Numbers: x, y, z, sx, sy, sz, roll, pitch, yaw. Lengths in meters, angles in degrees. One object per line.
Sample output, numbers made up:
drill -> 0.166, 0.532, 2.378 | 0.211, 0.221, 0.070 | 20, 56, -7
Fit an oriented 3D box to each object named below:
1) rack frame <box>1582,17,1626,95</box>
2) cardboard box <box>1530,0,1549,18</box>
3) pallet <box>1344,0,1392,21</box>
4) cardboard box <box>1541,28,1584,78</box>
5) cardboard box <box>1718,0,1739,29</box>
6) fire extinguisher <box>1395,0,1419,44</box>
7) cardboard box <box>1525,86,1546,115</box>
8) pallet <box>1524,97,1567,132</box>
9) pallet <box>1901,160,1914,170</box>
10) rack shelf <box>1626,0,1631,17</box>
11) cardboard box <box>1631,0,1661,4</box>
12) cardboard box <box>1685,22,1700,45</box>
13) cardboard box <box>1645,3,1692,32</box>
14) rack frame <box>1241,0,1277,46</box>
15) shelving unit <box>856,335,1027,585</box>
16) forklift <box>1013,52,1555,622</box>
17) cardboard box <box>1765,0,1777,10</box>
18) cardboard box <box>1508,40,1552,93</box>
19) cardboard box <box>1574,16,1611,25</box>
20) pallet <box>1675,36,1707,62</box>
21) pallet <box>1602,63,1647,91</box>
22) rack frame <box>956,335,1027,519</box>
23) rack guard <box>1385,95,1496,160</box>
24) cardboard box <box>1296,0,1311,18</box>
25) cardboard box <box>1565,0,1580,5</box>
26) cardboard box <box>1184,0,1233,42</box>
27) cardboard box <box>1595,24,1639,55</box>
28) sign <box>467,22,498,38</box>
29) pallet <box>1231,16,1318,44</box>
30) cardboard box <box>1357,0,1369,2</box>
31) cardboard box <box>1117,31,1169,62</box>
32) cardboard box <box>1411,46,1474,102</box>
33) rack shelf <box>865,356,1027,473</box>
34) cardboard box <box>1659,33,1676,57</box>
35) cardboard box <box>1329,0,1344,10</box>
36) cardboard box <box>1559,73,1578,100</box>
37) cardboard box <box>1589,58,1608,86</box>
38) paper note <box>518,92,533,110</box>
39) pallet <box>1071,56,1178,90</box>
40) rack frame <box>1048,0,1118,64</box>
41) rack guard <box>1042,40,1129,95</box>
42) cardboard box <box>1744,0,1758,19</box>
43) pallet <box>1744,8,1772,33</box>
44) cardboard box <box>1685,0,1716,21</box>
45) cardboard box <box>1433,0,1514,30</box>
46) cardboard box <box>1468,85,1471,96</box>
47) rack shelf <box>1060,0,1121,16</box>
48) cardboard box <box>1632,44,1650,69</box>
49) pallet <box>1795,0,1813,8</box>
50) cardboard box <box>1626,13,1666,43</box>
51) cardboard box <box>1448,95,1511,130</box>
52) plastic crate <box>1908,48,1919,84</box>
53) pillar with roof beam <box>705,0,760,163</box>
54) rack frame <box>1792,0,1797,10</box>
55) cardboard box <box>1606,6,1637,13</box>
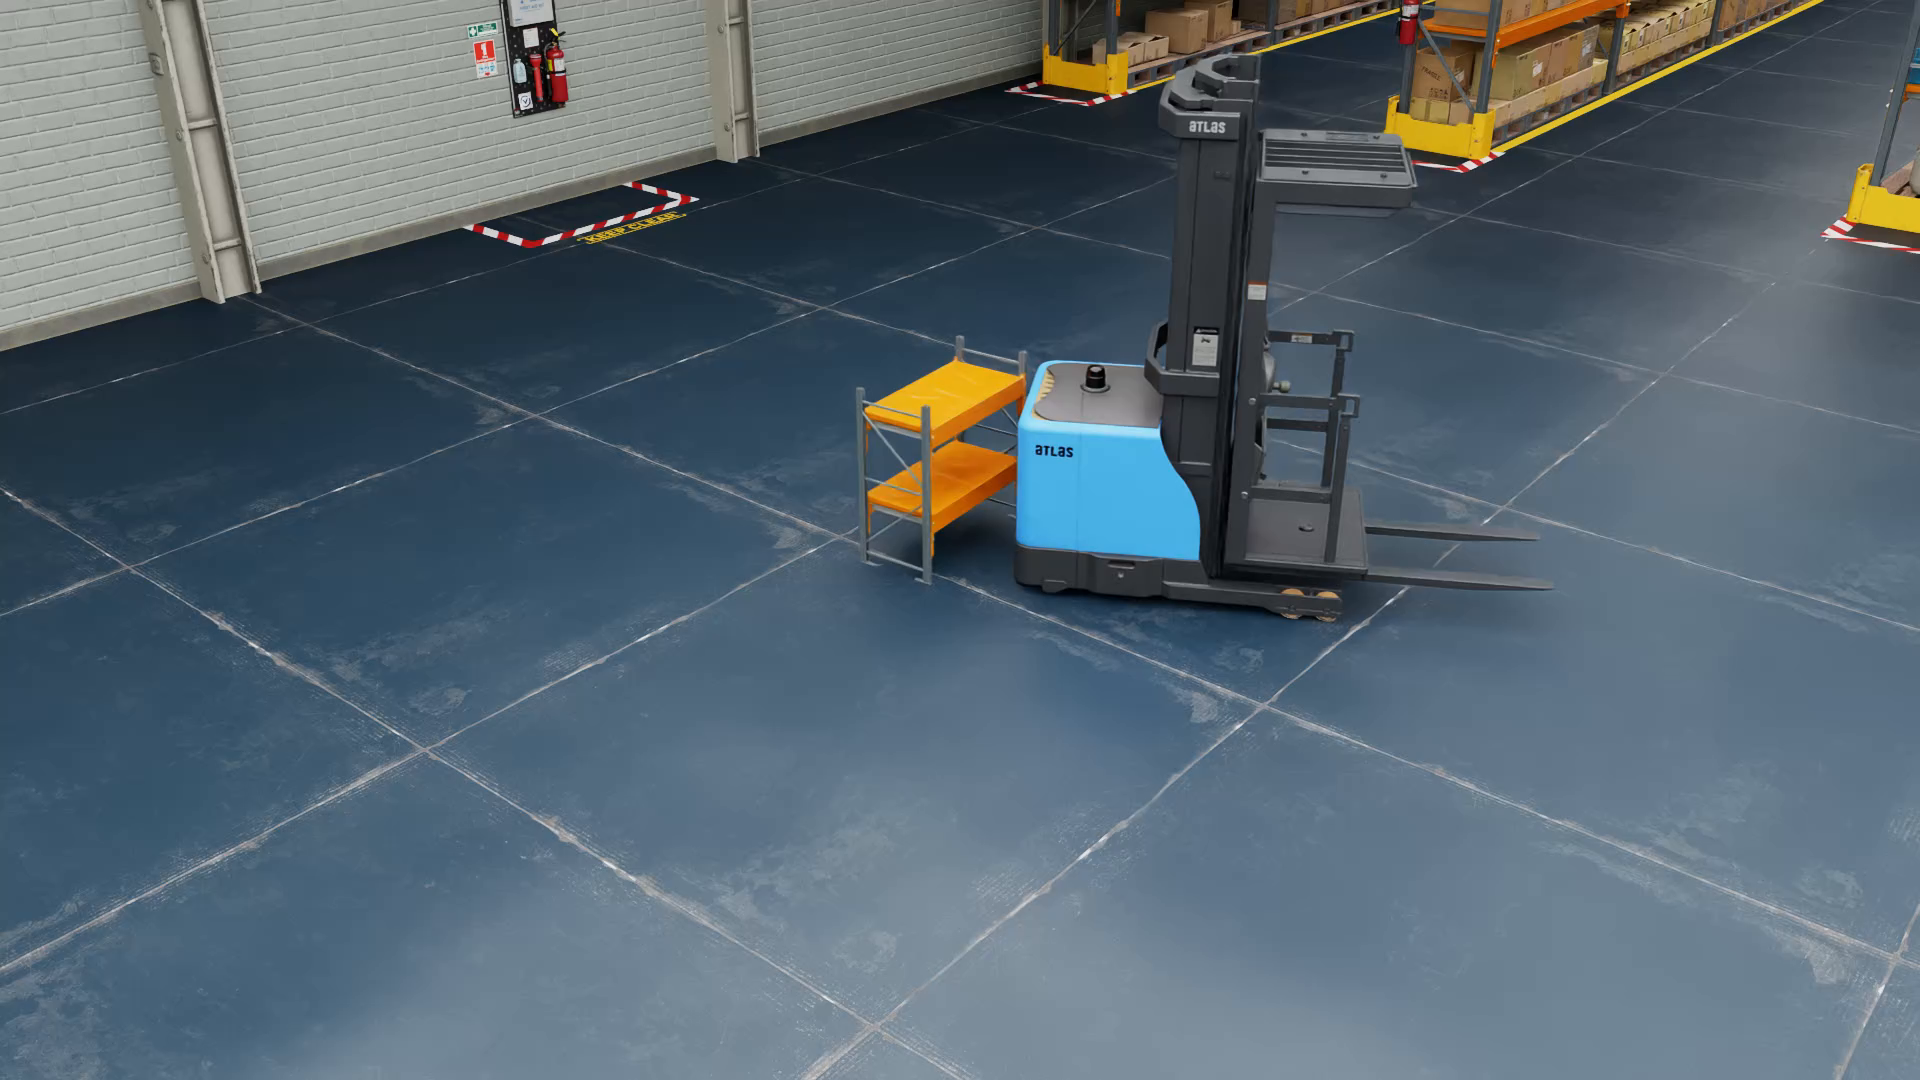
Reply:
rack frame -> 7.939, -7.180, 20.864 | 1.000, 3.000, 0.127 | 21, 34, 34
cardboard box -> 6.352, -6.330, 19.112 | 0.700, 0.500, 0.500 | 21, 34, 35
pallet -> 6.160, -8.529, 26.508 | 1.003, 0.211, 1.213 | 21, 34, 34
cardboard box -> 7.170, -5.898, 20.105 | 0.500, 0.500, 0.500 | 21, 34, 34
cardboard box -> 10.993, -7.761, 24.230 | 0.500, 0.500, 0.500 | 22, 35, 36
fire extinguisher -> 4.961, -5.821, 18.322 | 0.296, 0.674, 0.183 | 21, 34, 34
cardboard box -> 6.541, -5.208, 19.587 | 0.500, 0.250, 0.500 | 21, 34, 34
pallet -> 6.625, -5.237, 20.144 | 1.003, 0.211, 1.213 | 21, 34, 34
pallet -> 10.523, -3.832, 17.428 | 1.003, 0.211, 1.213 | 21, 34, 34
rack shelf -> 9.211, -7.569, 22.400 | 1.077, 0.370, 4.000 | 21, 34, 34
cardboard box -> 9.596, -7.524, 23.454 | 0.500, 0.311, 0.500 | 20, 33, 33
cardboard box -> 10.011, -7.122, 23.288 | 0.500, 0.250, 0.500 | 20, 34, 34
cardboard box -> 9.691, -7.190, 22.810 | 0.500, 0.311, 0.500 | 20, 34, 34
rack frame -> 4.114, -8.626, 23.660 | 1.000, 3.000, 0.127 | 21, 34, 34
shelving unit -> -0.095, -0.497, 9.987 | 0.538, 1.125, 1.048 | 17, 32, 30
forklift -> 1.876, -1.107, 9.200 | 3.031, 2.935, 1.130 | 5, 28, 9
cardboard box -> 12.294, -8.492, 25.643 | 0.500, 0.500, 0.500 | 21, 34, 35
cardboard box -> 6.532, -5.544, 19.422 | 0.500, 0.500, 0.500 | 21, 34, 34
cardboard box -> 8.301, -6.808, 22.071 | 0.500, 0.311, 0.500 | 22, 34, 36
pallet -> 9.929, -7.079, 23.704 | 1.003, 0.211, 1.213 | 21, 34, 34
pallet -> 8.377, -6.214, 22.032 | 1.003, 0.211, 1.213 | 21, 34, 34
rack frame -> 0.190, -0.691, 10.361 | 0.500, 1.125, 0.032 | 17, 32, 30
rack guard -> 5.379, -4.643, 18.681 | 1.175, 0.500, 0.348 | 21, 34, 34
cardboard box -> 4.859, -8.175, 25.030 | 0.700, 0.500, 0.500 | 20, 33, 33
cardboard box -> 7.009, -6.700, 19.827 | 0.700, 0.500, 0.500 | 21, 34, 35
cardboard box -> 3.485, -7.332, 23.400 | 0.500, 0.500, 0.500 | 18, 32, 31
cardboard box -> 8.394, -6.468, 21.413 | 0.500, 0.311, 0.500 | 21, 34, 35
sign -> -4.492, -4.801, 15.651 | 0.001, 0.109, 0.331 | 21, 34, 34
pallet -> 4.608, -7.664, 24.836 | 1.003, 0.211, 1.213 | 21, 34, 34
cardboard box -> 6.240, -8.859, 26.352 | 0.700, 0.500, 0.500 | 21, 34, 35
cardboard box -> 2.442, -6.630, 22.250 | 0.500, 0.311, 0.500 | 24, 36, 38
cardboard box -> 5.506, -5.337, 19.022 | 0.500, 0.500, 0.500 | 21, 34, 34
rack shelf -> -0.095, -0.757, 9.853 | 0.538, 0.278, 1.000 | 17, 32, 30
cardboard box -> 9.364, -6.761, 22.590 | 0.500, 0.250, 0.500 | 22, 34, 35
cardboard box -> 5.529, -8.526, 25.708 | 0.700, 0.500, 0.500 | 21, 34, 34
cardboard box -> 7.180, -5.561, 20.270 | 0.500, 0.250, 0.500 | 21, 34, 34
cardboard box -> 7.812, -5.917, 20.958 | 0.500, 0.250, 0.500 | 21, 34, 34
paper note -> -4.236, -4.283, 16.223 | 0.016, 0.148, 0.142 | 21, 34, 34
pallet -> 2.162, -6.274, 22.149 | 1.003, 0.211, 1.213 | 21, 34, 34
rack frame -> 1.570, -7.208, 20.919 | 1.000, 3.000, 0.127 | 21, 34, 34
rack guard -> 1.618, -6.125, 21.545 | 1.175, 0.500, 0.348 | 21, 34, 34
cardboard box -> 11.645, -8.125, 24.933 | 0.500, 0.500, 0.500 | 20, 34, 34
pallet -> 11.763, -8.044, 25.569 | 1.003, 0.211, 1.213 | 21, 34, 34
cardboard box -> 10.340, -7.555, 23.514 | 0.500, 0.311, 0.500 | 22, 34, 36
cardboard box -> 5.701, -5.968, 18.413 | 0.700, 0.500, 0.500 | 21, 34, 34
cardboard box -> 5.816, -5.184, 19.542 | 0.500, 0.250, 0.500 | 21, 34, 34
rack shelf -> 2.842, -7.598, 22.455 | 1.077, 0.370, 4.000 | 21, 34, 34
cardboard box -> 8.713, -6.397, 21.886 | 0.500, 0.250, 0.500 | 22, 34, 36
pallet -> 13.465, -9.021, 27.458 | 1.003, 0.211, 1.213 | 21, 34, 34
cardboard box -> 9.045, -6.828, 22.109 | 0.500, 0.311, 0.500 | 19, 33, 33
cardboard box -> 5.907, -4.852, 18.900 | 0.500, 0.250, 0.500 | 21, 34, 34
plastic crate -> 9.302, -4.512, 15.868 | 0.499, 0.251, 0.616 | 21, 34, 34
pillar with roof beam -> 0.853, -6.988, 13.965 | 9.100, 9.000, 0.400 | 21, 34, 34
rack frame -> 13.027, -10.016, 26.347 | 1.000, 3.000, 0.127 | 21, 34, 34
cardboard box -> 8.943, -7.161, 22.754 | 0.500, 0.311, 0.500 | 20, 34, 34
